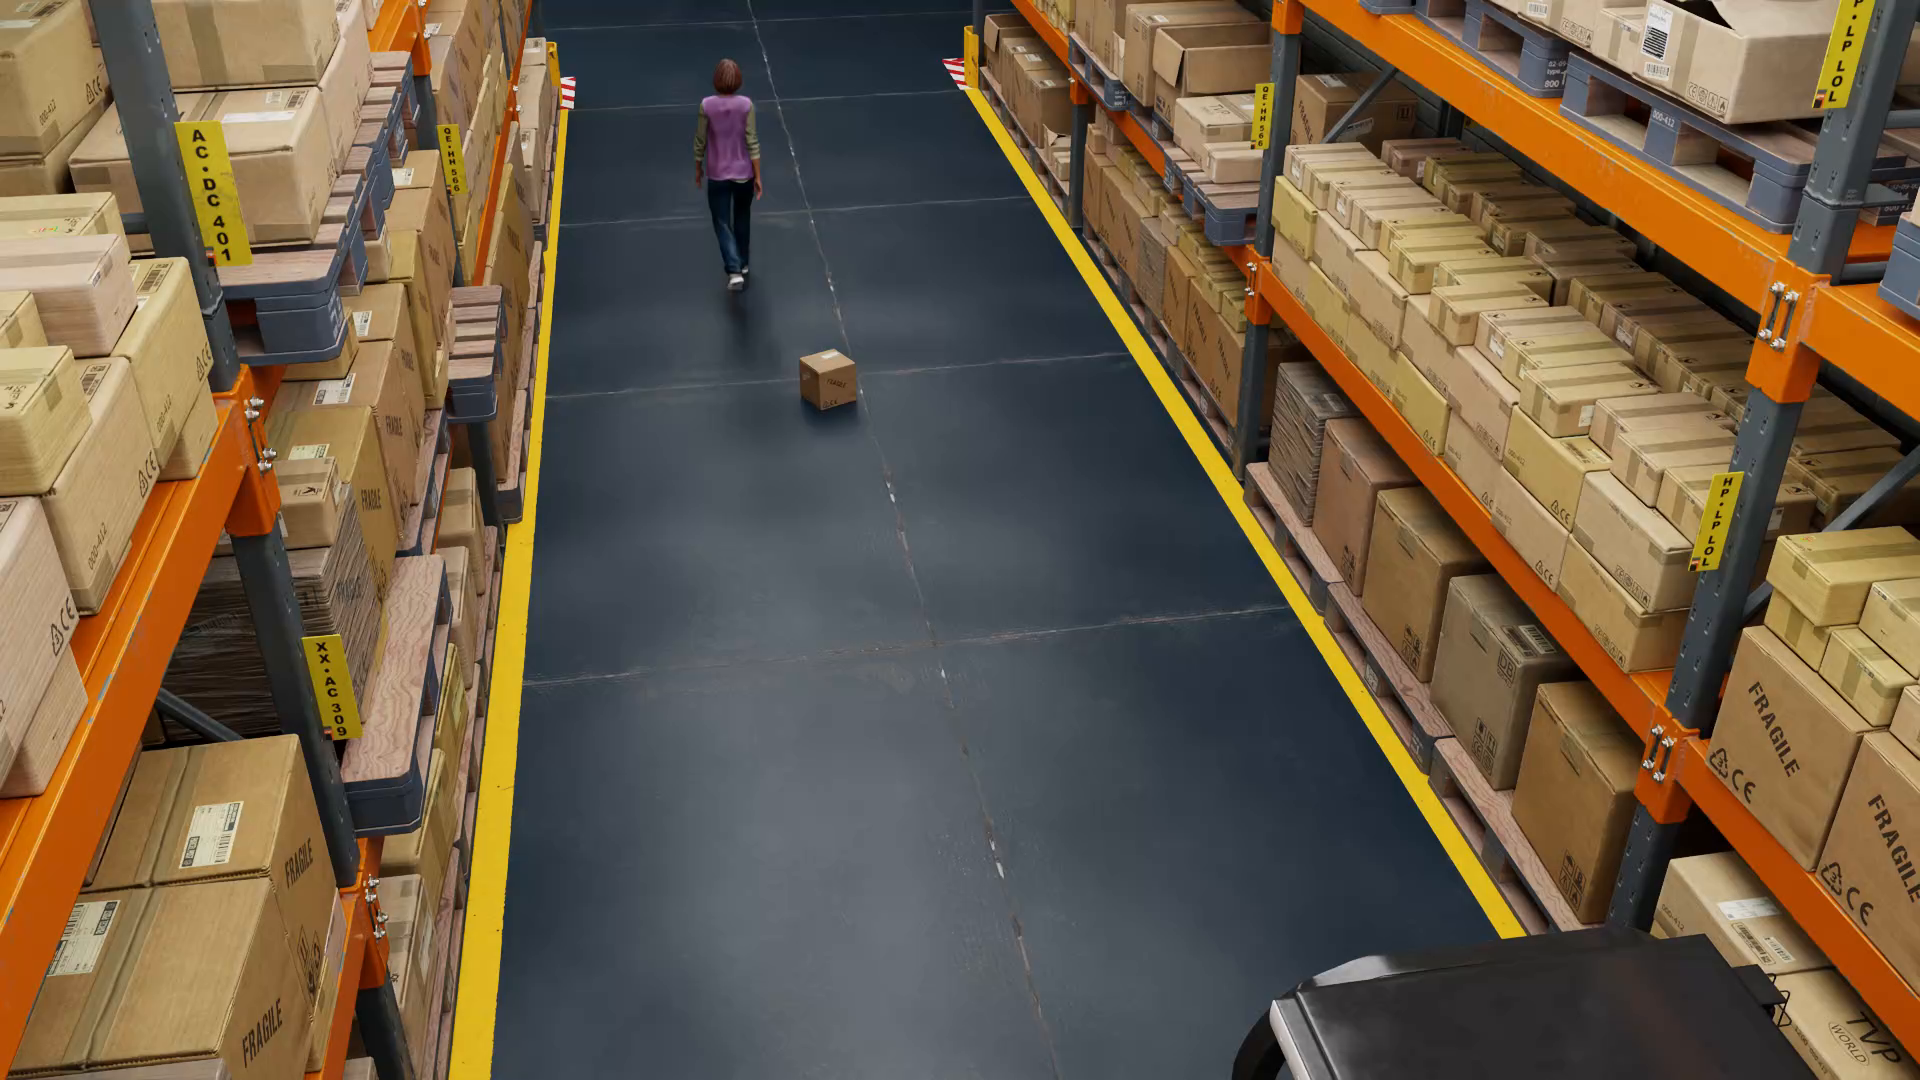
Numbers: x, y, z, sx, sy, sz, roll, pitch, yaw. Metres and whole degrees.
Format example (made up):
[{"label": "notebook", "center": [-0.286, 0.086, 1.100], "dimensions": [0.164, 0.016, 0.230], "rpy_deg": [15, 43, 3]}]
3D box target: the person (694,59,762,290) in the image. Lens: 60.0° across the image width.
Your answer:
[{"label": "person", "center": [-1.556, -2.444, 11.193], "dimensions": [0.430, 1.542, 0.867], "rpy_deg": [-7, 32, -12]}]
